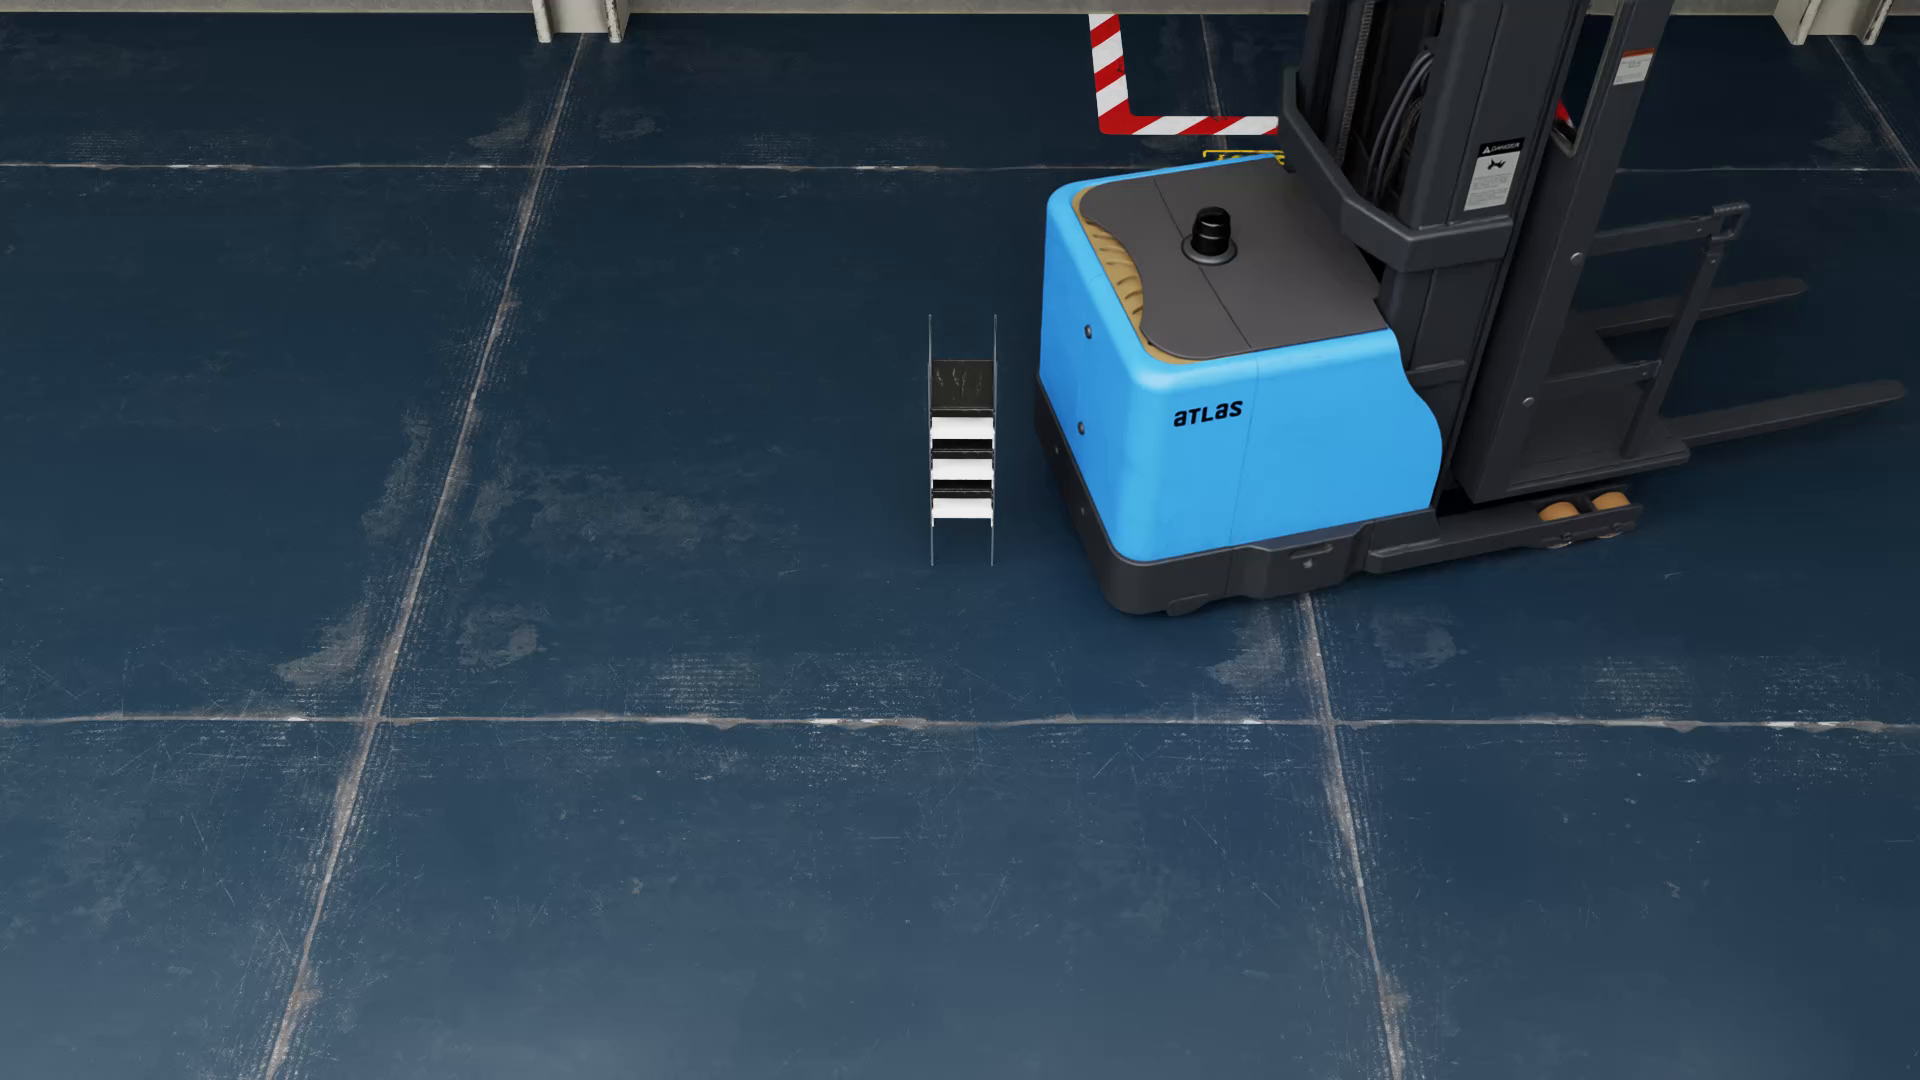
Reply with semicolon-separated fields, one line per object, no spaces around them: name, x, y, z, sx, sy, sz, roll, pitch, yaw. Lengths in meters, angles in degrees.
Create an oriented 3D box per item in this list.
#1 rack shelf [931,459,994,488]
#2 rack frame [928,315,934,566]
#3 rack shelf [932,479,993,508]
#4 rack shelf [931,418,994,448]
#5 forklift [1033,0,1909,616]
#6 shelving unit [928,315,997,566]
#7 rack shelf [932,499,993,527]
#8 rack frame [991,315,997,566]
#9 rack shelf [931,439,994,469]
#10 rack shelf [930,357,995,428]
rack shelf;0.008;-0.284;5.445;0.200;0.077;0.258;0;47;0
rack frame;-0.094;-0.307;5.421;0.006;0.900;0.240;0;47;0
rack shelf;0.008;-0.223;5.511;0.200;0.077;0.258;0;47;0
rack shelf;0.008;-0.406;5.313;0.200;0.077;0.258;0;47;0
forklift;1.841;-1.335;4.991;3.031;2.935;1.130;-11;48;-10
shelving unit;0.008;-0.307;5.421;0.210;0.900;0.258;0;47;0
rack shelf;0.008;-0.161;5.577;0.200;0.077;0.258;0;47;0
rack frame;0.110;-0.306;5.420;0.006;0.900;0.240;0;47;0
rack shelf;0.008;-0.345;5.379;0.200;0.077;0.258;0;47;0
rack shelf;0.008;-0.468;5.247;0.200;0.077;0.258;0;47;0
